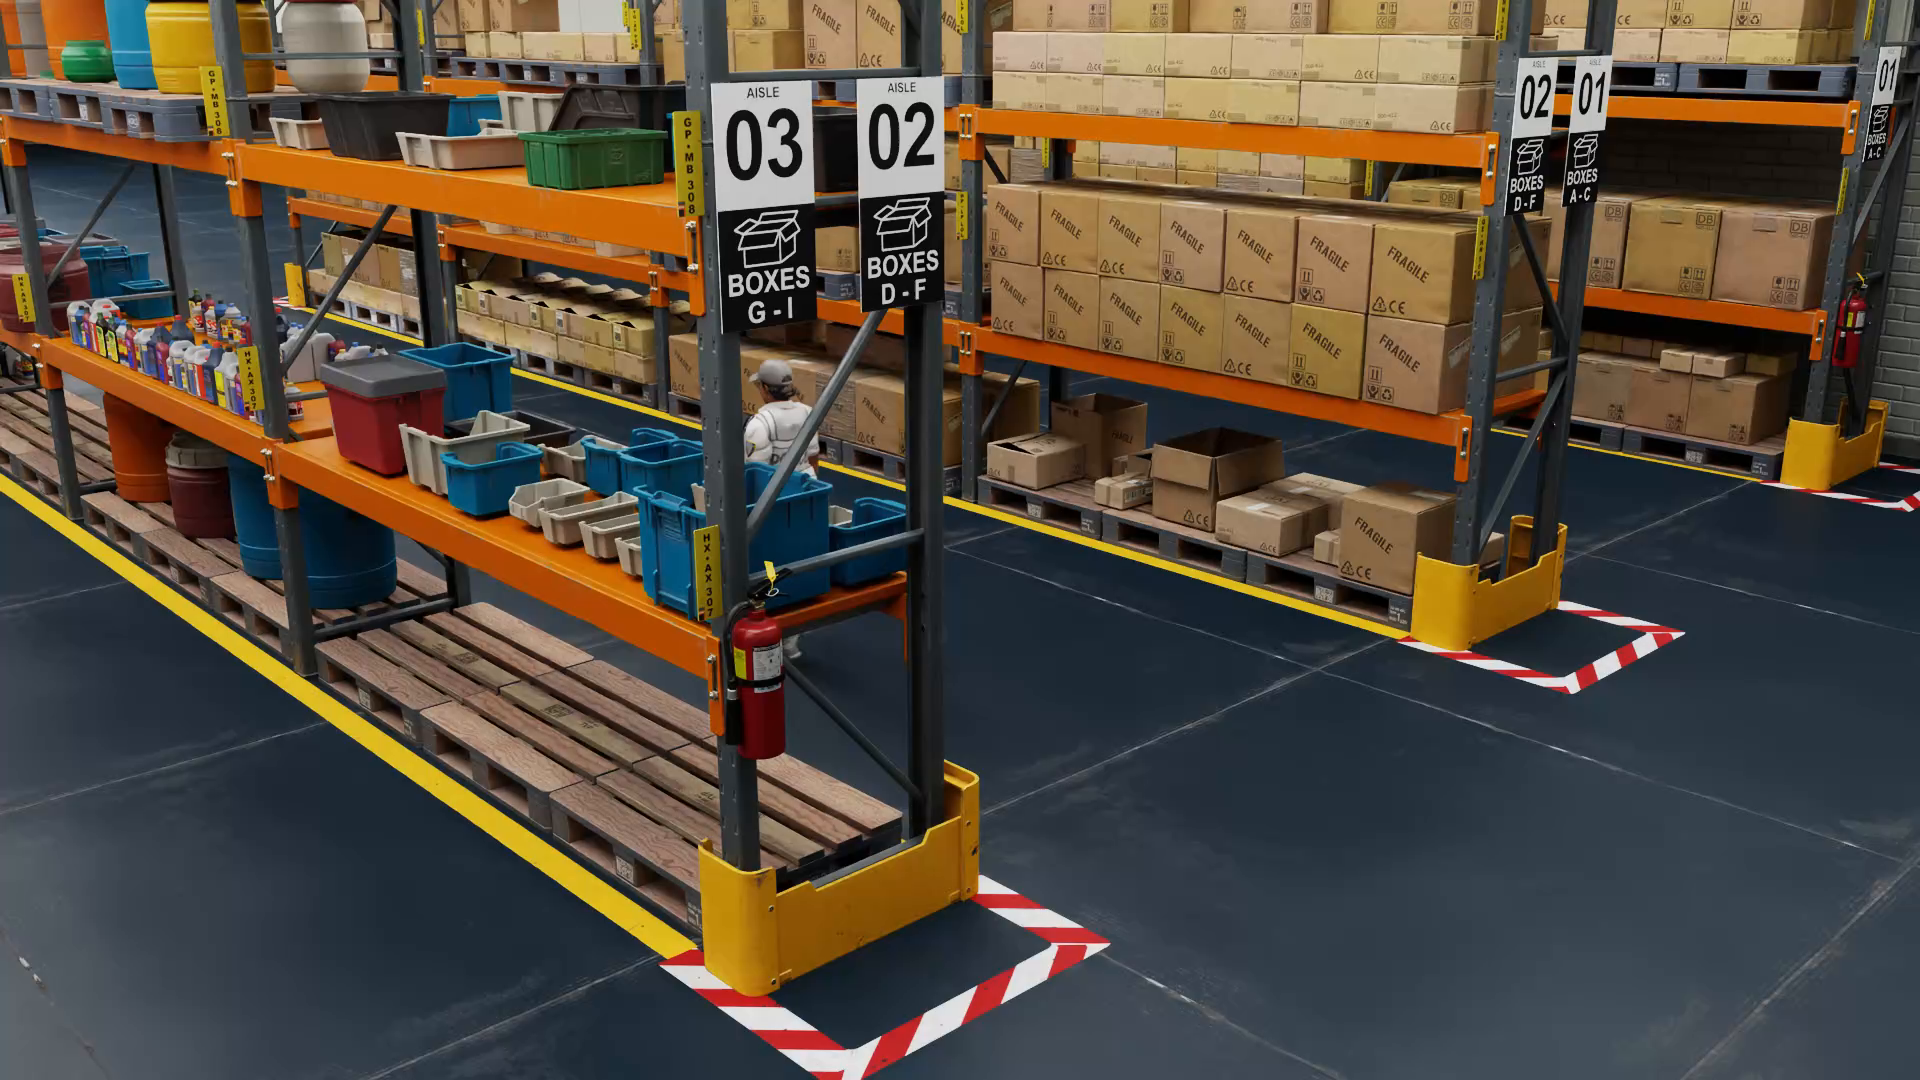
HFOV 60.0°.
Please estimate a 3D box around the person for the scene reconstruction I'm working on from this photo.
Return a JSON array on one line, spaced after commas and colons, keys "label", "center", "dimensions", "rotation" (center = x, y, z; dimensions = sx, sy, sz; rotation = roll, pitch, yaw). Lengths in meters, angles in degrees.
[{"label": "person", "center": [-0.988, -0.160, 9.068], "dimensions": [0.488, 1.685, 0.596], "rotation": [-16, 23, -41]}]
